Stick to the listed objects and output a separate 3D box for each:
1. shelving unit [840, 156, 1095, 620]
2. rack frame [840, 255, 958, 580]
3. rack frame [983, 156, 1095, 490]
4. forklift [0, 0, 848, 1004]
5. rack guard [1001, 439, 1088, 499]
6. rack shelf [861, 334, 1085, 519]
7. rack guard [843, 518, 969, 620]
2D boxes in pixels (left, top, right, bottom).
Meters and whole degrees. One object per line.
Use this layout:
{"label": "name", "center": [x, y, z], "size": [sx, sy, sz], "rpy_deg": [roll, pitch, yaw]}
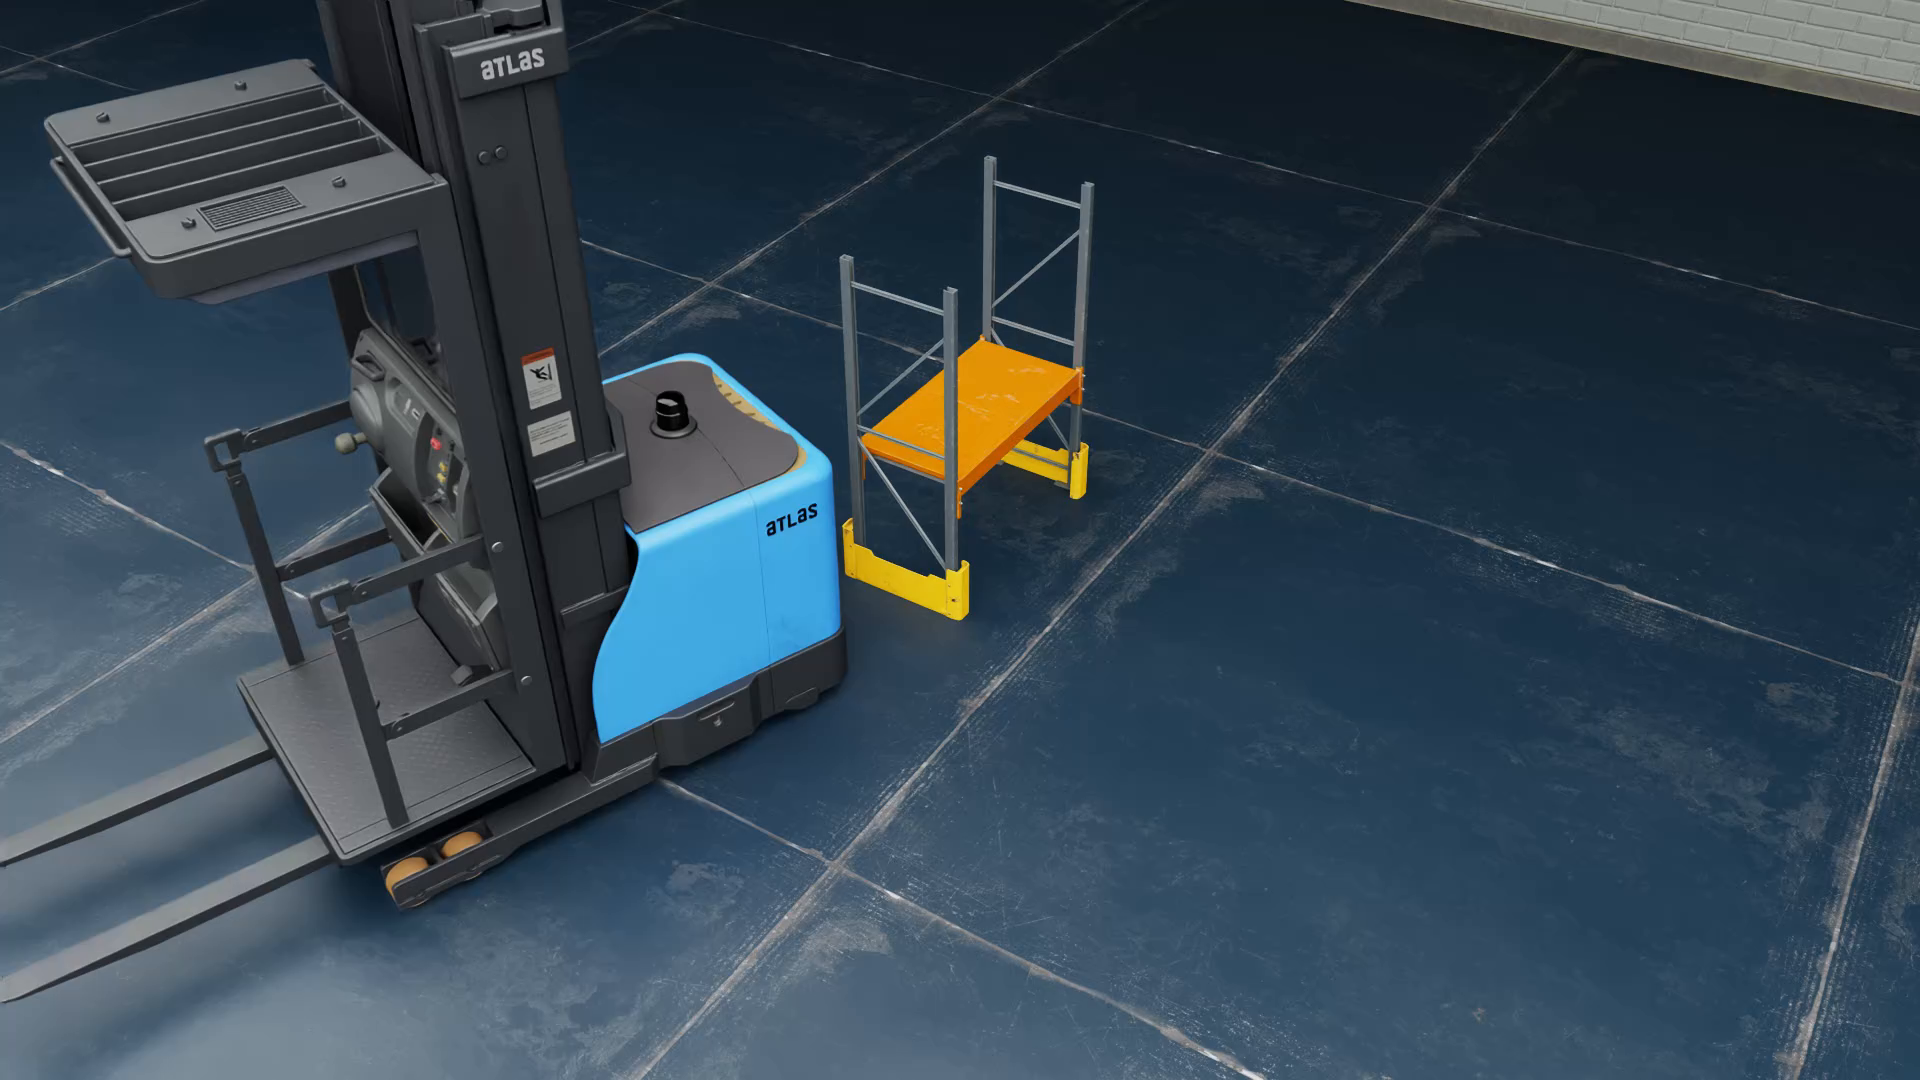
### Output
{"label": "shelving unit", "center": [0.041, -0.633, 6.843], "size": [0.587, 1.500, 1.083], "rpy_deg": [21, 42, 25]}
{"label": "rack frame", "center": [-0.227, -0.376, 6.509], "size": [0.500, 1.500, 0.032], "rpy_deg": [21, 42, 25]}
{"label": "rack frame", "center": [0.318, -0.900, 7.189], "size": [0.500, 1.500, 0.032], "rpy_deg": [21, 42, 25]}
{"label": "forklift", "center": [-1.923, -0.287, 5.222], "size": [3.031, 2.935, 1.130], "rpy_deg": [-24, 44, -28]}
{"label": "rack guard", "center": [0.308, -0.395, 7.558], "size": [0.587, 0.250, 0.087], "rpy_deg": [21, 42, 25]}
{"label": "rack shelf", "center": [0.046, -0.496, 6.959], "size": [0.538, 0.185, 1.000], "rpy_deg": [21, 42, 25]}
{"label": "rack guard", "center": [-0.226, 0.118, 6.892], "size": [0.587, 0.250, 0.087], "rpy_deg": [21, 42, 25]}
